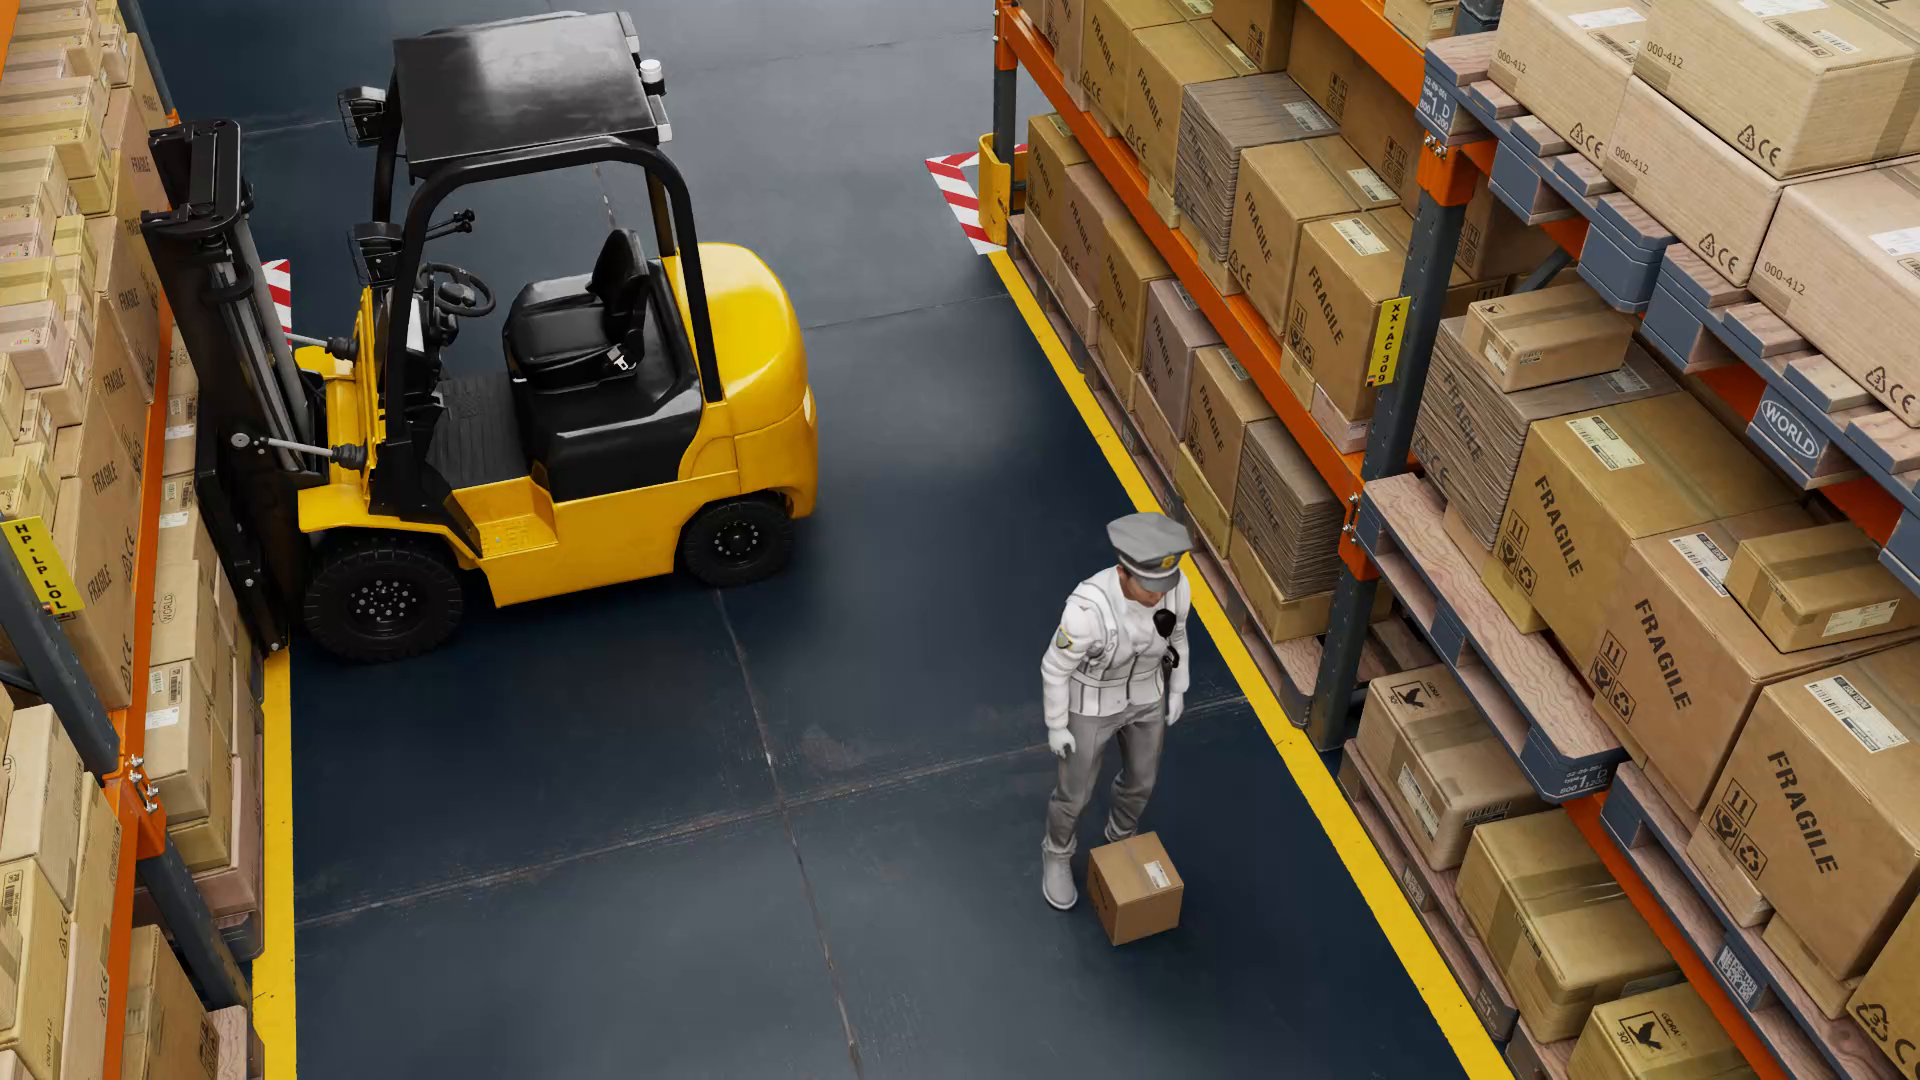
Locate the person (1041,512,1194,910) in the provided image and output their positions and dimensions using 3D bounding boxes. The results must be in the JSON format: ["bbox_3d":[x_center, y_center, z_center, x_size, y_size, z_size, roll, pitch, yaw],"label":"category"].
[{"bbox_3d":[0.523,0.556,5.552,0.535,1.662,0.374,-15,44,-15],"label":"person"}]
